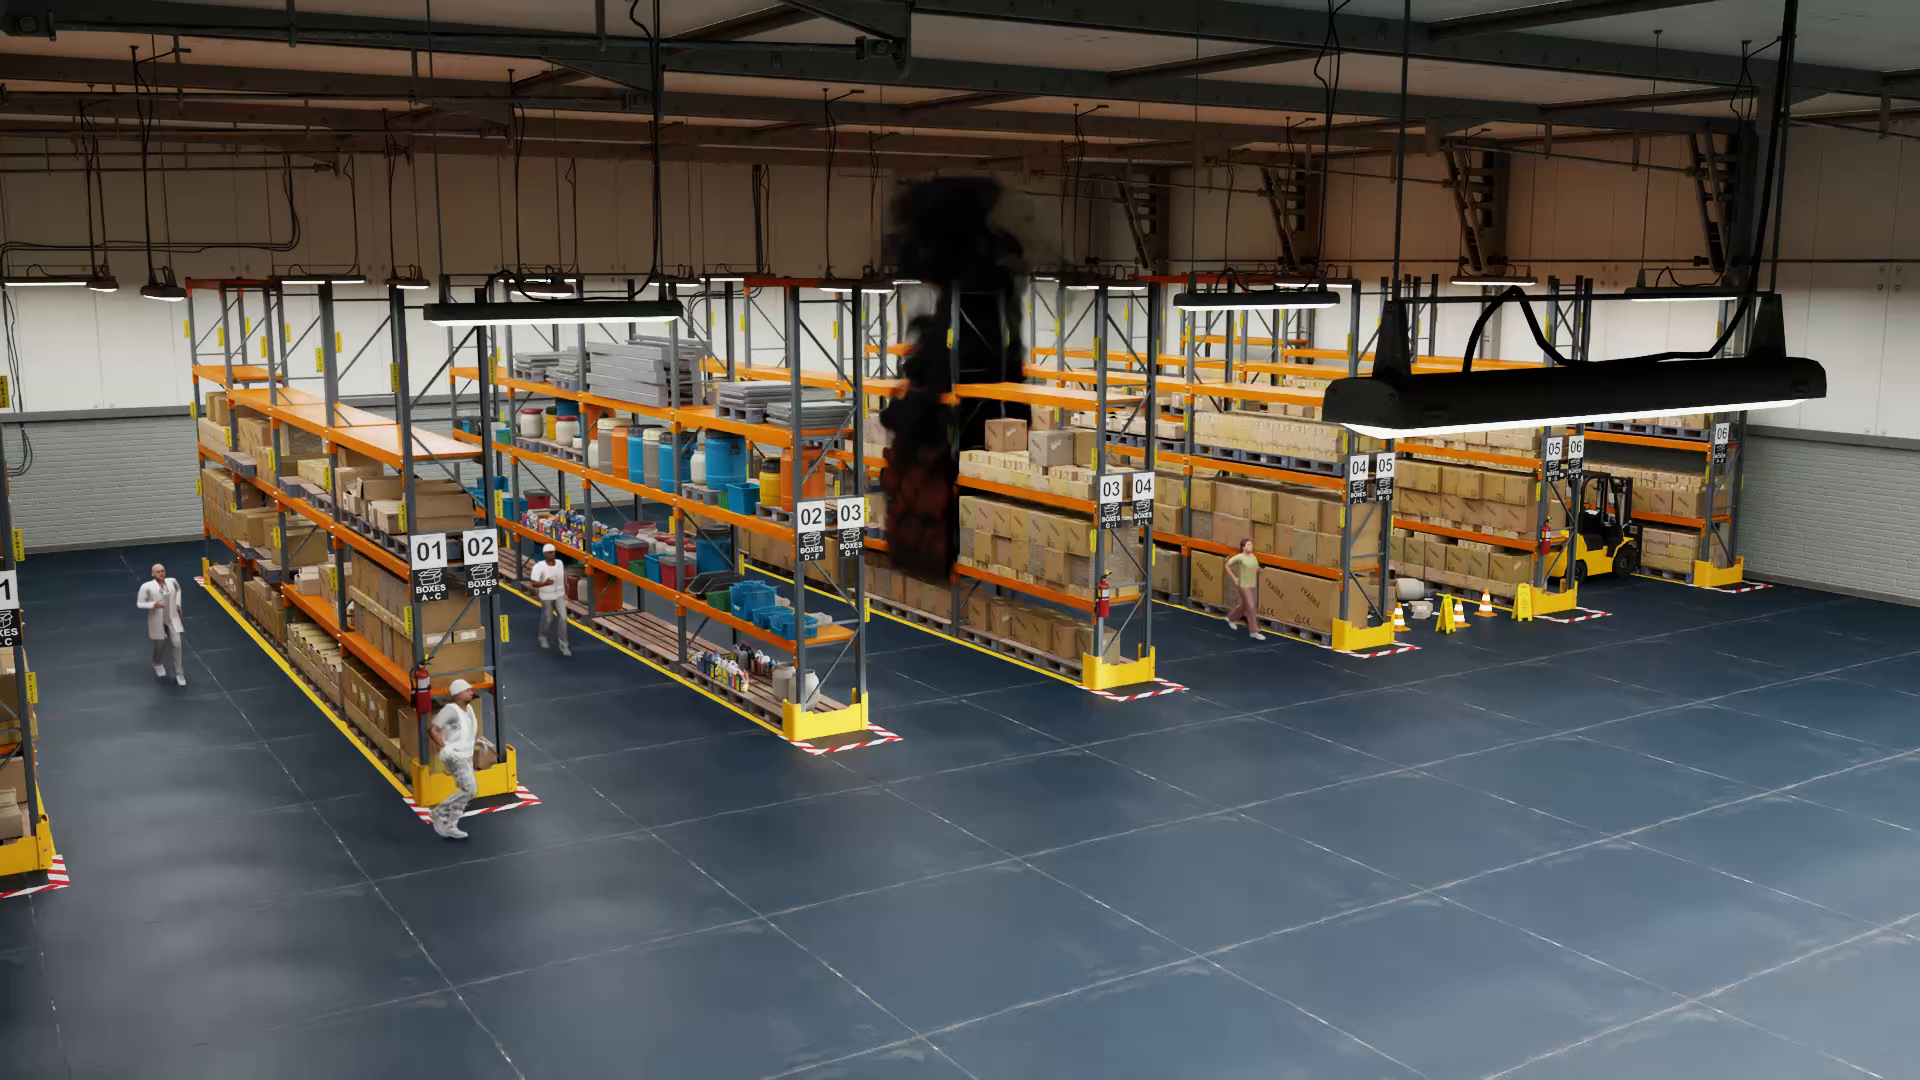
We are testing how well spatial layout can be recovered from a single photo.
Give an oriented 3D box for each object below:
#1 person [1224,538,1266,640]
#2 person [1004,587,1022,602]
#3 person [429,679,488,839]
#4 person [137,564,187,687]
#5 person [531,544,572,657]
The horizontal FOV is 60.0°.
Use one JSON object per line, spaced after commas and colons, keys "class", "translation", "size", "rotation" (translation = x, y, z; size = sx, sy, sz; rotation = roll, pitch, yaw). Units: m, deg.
{"class": "person", "translation": [4.795, 0.784, 27.890], "size": [0.574, 1.655, 0.969], "rotation": [-8, 12, -39]}
{"class": "person", "translation": [0.948, 0.315, 30.969], "size": [0.576, 1.679, 0.778], "rotation": [-6, 11, -31]}
{"class": "person", "translation": [-5.562, 2.410, 18.507], "size": [0.573, 1.731, 0.729], "rotation": [0, 10, 3]}
{"class": "person", "translation": [-12.034, 1.263, 25.110], "size": [0.697, 1.831, 0.922], "rotation": [-8, 13, -40]}
{"class": "person", "translation": [-6.615, 0.888, 26.921], "size": [0.683, 1.676, 0.831], "rotation": [-7, 12, -37]}
